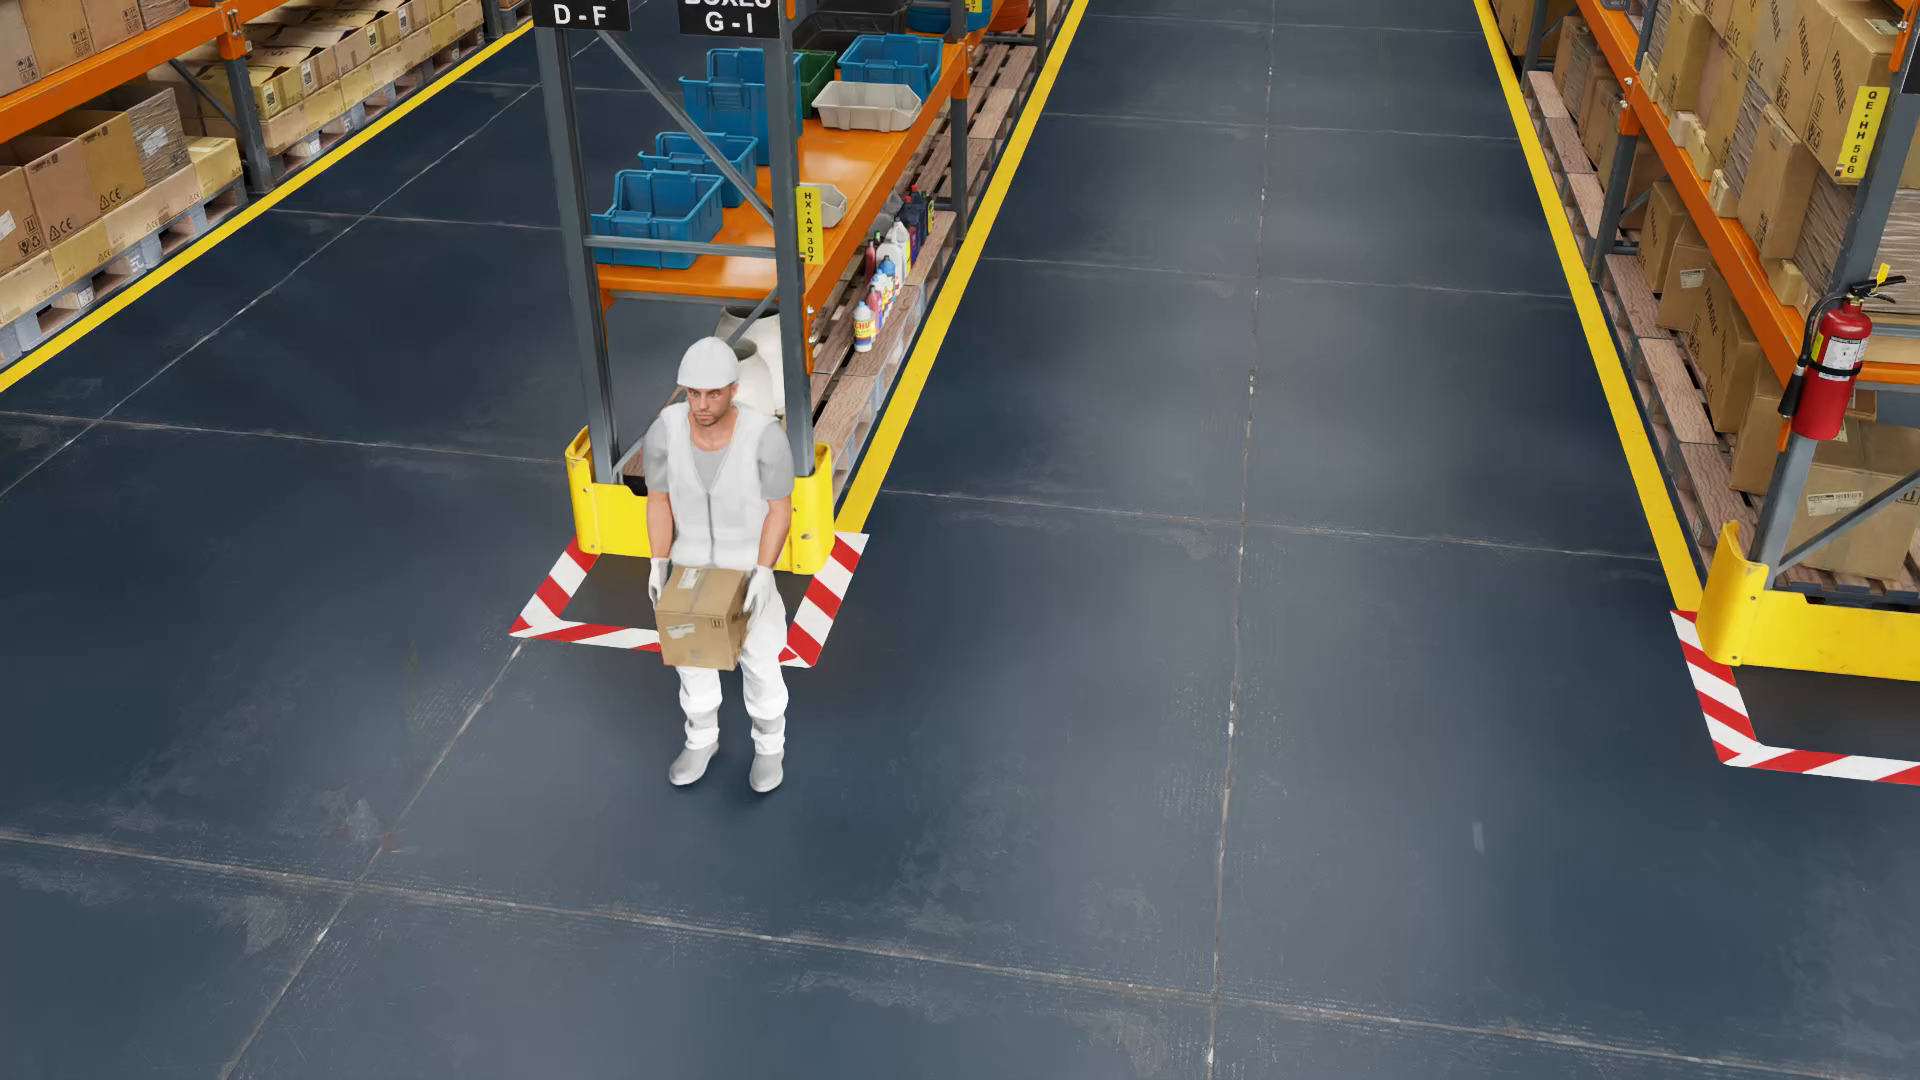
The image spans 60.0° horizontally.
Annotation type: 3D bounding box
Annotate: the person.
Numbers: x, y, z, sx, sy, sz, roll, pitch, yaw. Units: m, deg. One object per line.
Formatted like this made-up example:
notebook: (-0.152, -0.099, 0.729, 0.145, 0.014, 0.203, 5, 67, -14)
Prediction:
person: (-0.847, 0.121, 5.917, 0.533, 1.793, 0.474, 5, 32, 7)
